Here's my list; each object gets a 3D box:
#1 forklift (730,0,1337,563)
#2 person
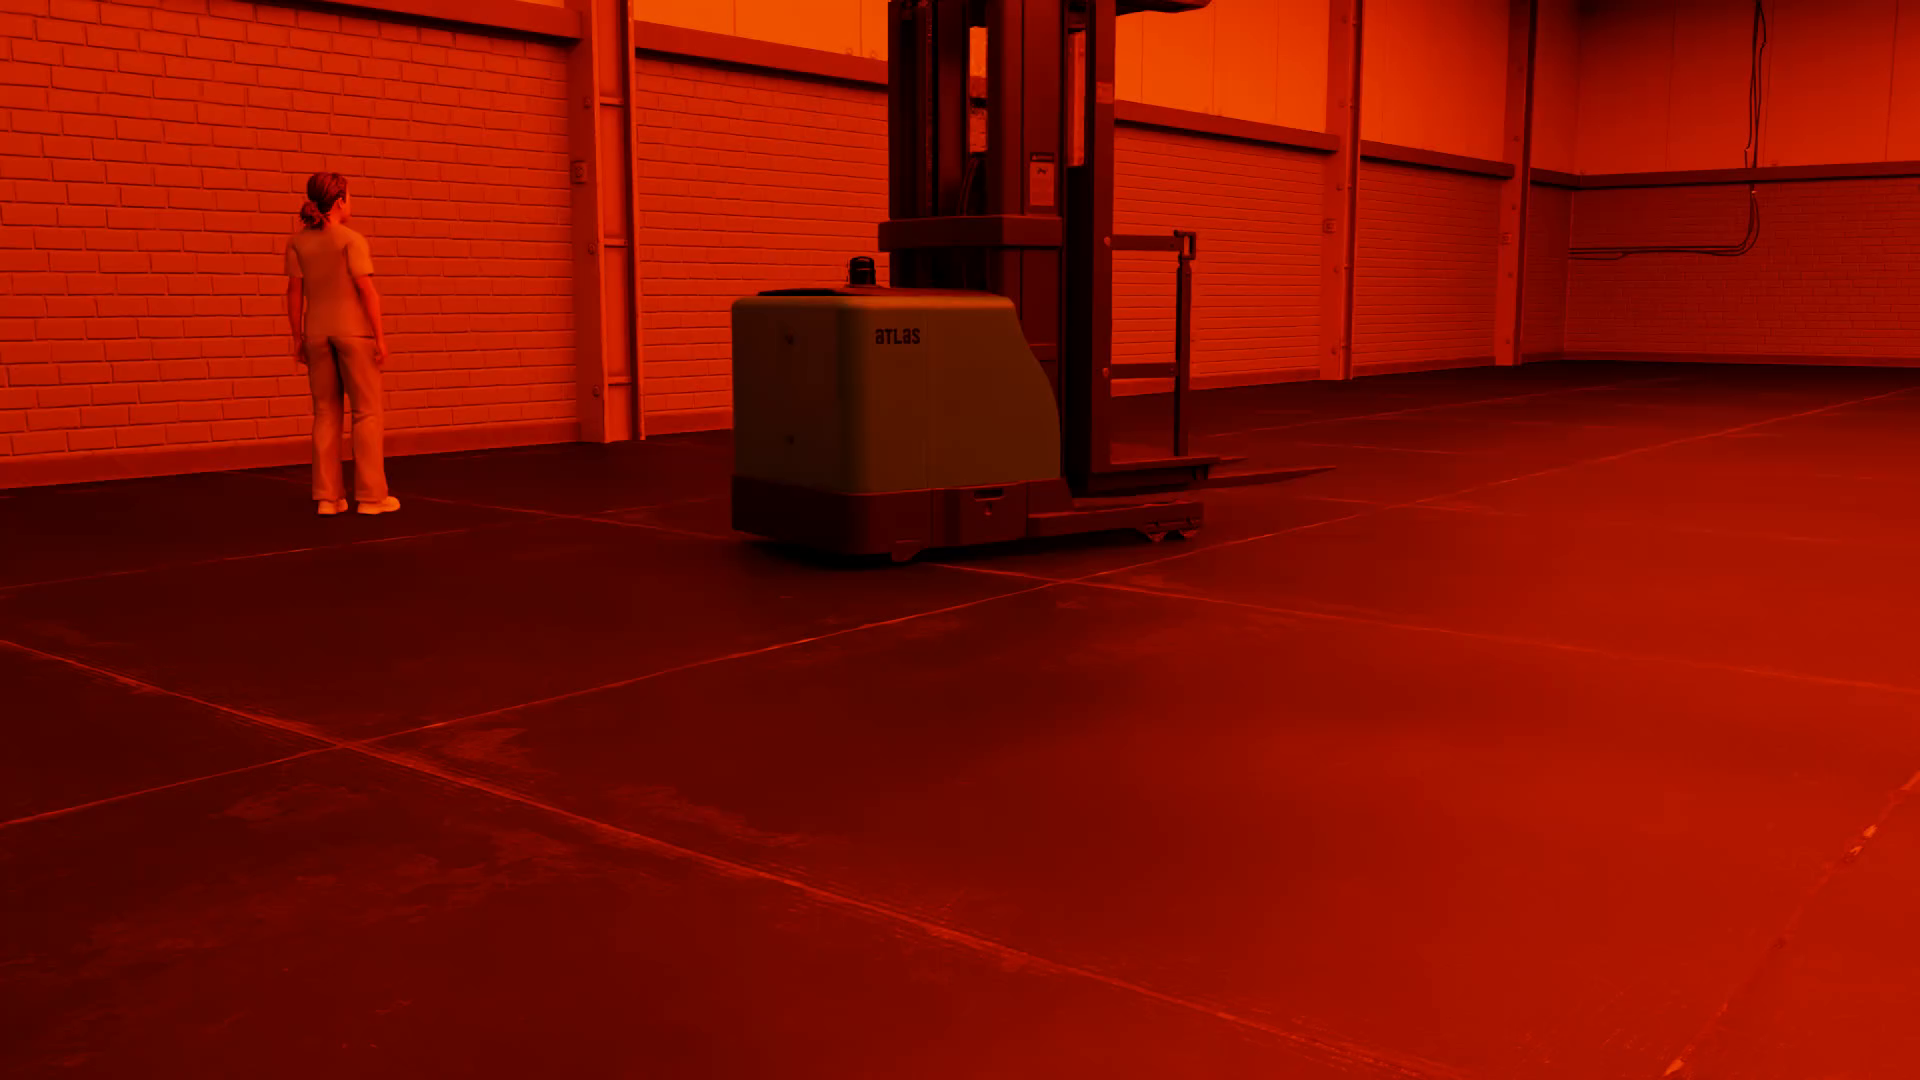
[{"bbox_3d":[0.487,-1.505,7.567,3.031,2.935,1.130,-6,10,-36],"label":"forklift"},{"bbox_3d":[-3.051,-0.963,8.214,0.491,1.673,0.388,1,8,7],"label":"person"}]
